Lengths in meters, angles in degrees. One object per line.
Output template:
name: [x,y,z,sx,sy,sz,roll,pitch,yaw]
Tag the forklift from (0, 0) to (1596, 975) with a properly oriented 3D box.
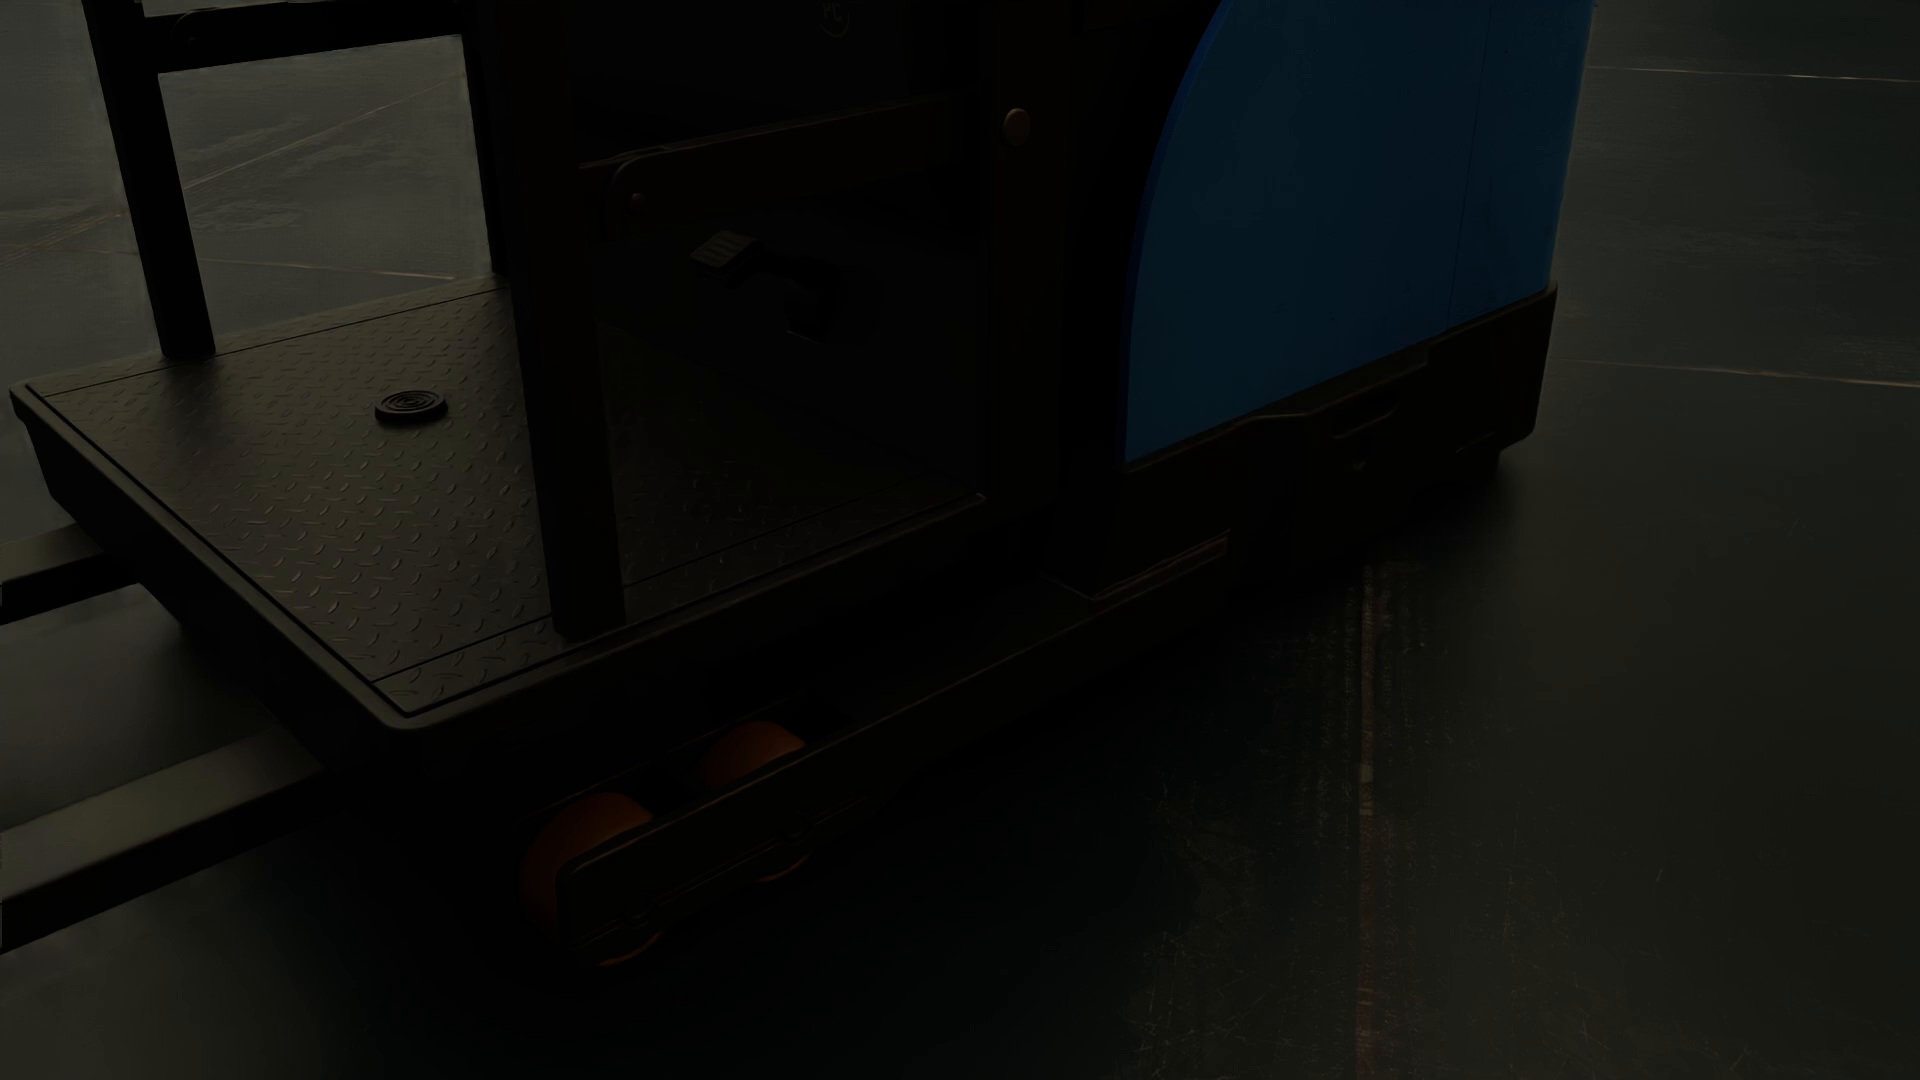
forklift: [-0.484,-1.151,1.527,3.031,2.935,1.130,-23,34,-37]
